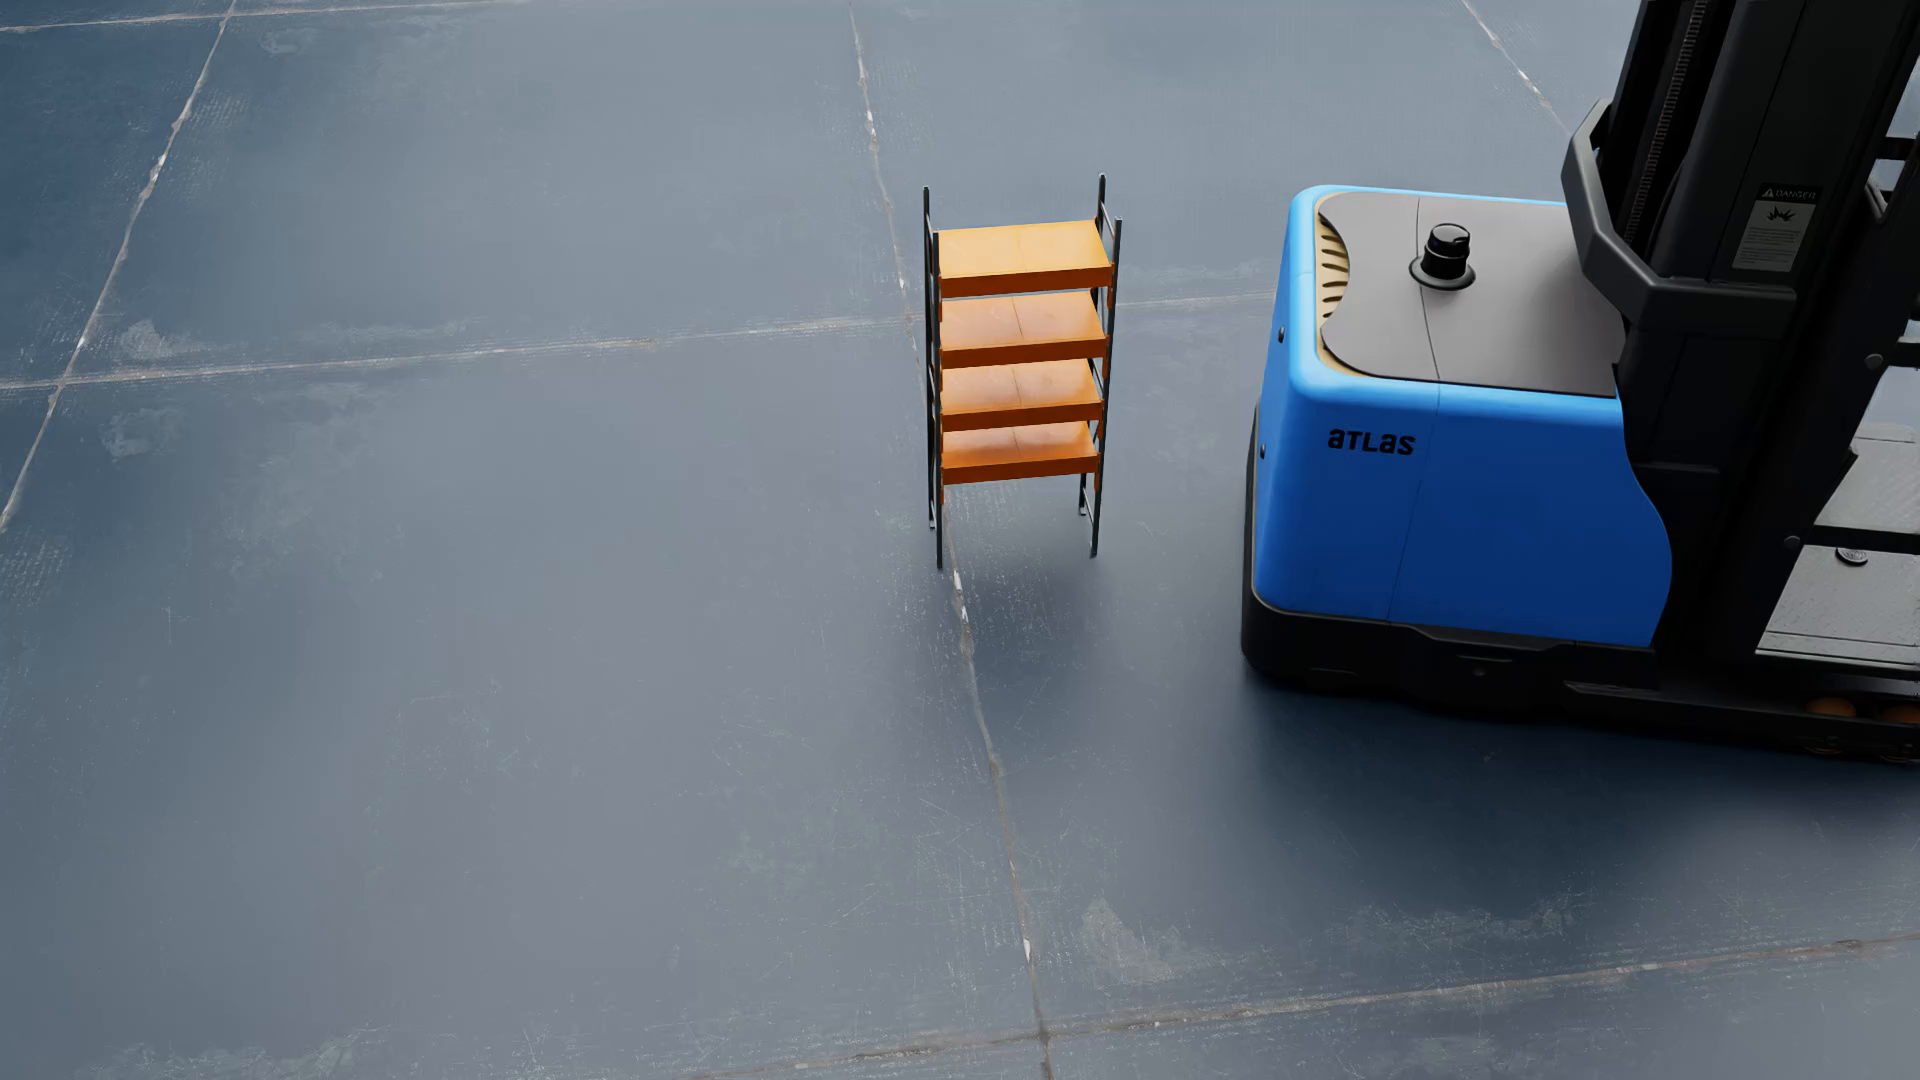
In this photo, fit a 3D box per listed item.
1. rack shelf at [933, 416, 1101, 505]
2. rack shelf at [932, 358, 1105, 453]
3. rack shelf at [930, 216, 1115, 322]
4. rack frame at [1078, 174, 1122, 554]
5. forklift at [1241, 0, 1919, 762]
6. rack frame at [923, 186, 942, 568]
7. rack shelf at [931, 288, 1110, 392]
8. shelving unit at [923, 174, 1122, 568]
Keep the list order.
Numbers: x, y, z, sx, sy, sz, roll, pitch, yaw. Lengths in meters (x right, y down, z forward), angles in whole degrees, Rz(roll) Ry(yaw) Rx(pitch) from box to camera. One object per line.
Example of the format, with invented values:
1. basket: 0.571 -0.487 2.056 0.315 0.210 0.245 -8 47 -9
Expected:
1. rack shelf: 0.164 -0.263 5.042 0.480 0.148 0.258 -5 42 -6
2. rack shelf: 0.164 -0.410 4.909 0.480 0.148 0.258 -5 42 -6
3. rack shelf: 0.164 -0.752 4.601 0.480 0.148 0.258 -5 42 -6
4. rack frame: 0.406 -0.481 4.888 0.015 1.200 0.240 -5 42 -6
5. forklift: 2.373 -0.860 4.016 3.031 2.935 1.130 6 42 6
6. rack frame: -0.078 -0.439 4.841 0.015 1.200 0.240 -5 42 -6
7. rack shelf: 0.164 -0.576 4.759 0.480 0.148 0.258 -5 42 -6
8. shelving unit: 0.164 -0.460 4.864 0.503 1.200 0.258 -5 42 -6
